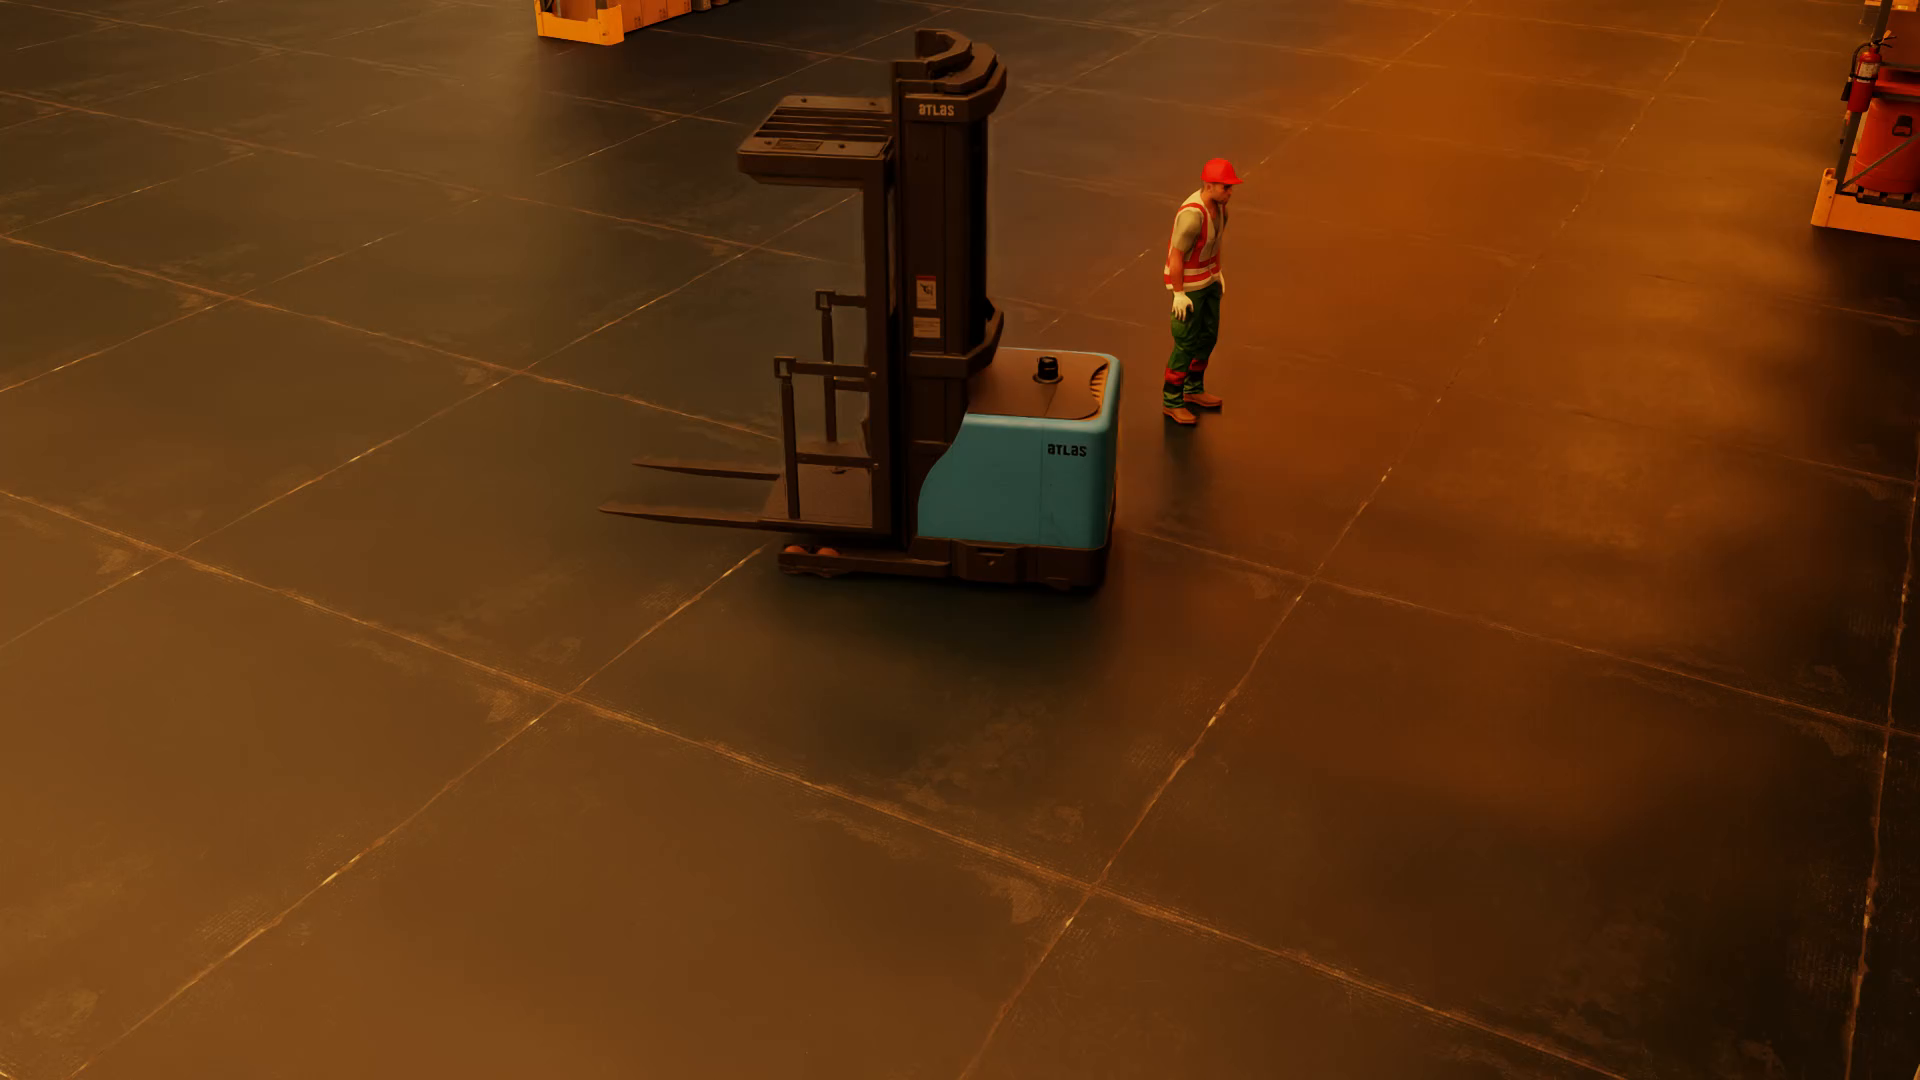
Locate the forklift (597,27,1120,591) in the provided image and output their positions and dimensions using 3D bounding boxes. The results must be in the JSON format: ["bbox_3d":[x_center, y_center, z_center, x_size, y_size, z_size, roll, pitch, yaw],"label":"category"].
[{"bbox_3d":[-0.611,-1.309,9.339,3.031,2.935,1.130,4,30,8],"label":"forklift"}]

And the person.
[{"bbox_3d":[1.609,-1.689,11.155,0.455,1.777,0.609,21,36,32],"label":"person"}]
